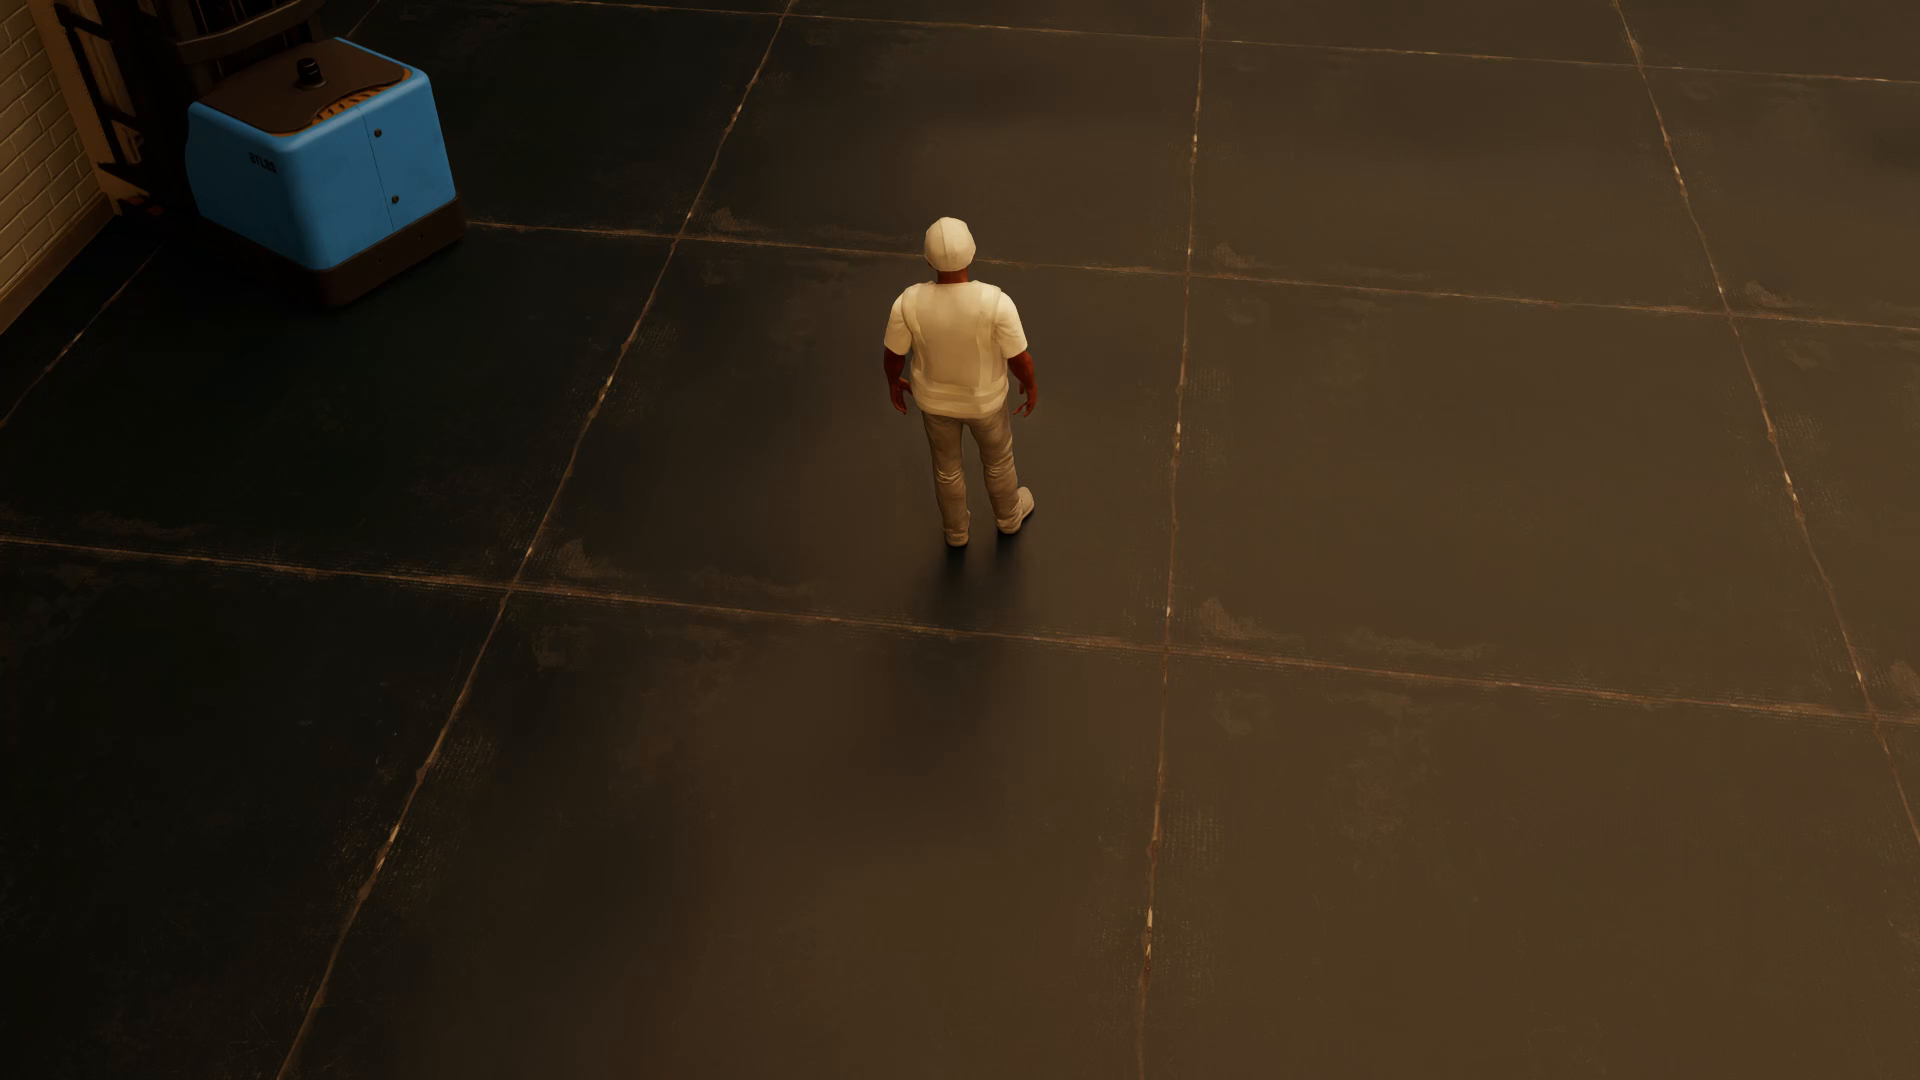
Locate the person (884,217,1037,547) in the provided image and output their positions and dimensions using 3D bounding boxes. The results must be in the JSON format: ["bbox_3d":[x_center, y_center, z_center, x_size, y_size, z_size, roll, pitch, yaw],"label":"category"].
[{"bbox_3d":[0.015,-0.702,7.339,0.665,1.768,0.575,5,43,6],"label":"person"}]

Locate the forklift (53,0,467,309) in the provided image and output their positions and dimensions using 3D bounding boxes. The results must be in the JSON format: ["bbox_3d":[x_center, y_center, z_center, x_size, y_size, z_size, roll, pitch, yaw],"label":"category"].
[{"bbox_3d":[-4.389,-3.156,9.159,3.031,2.935,1.130,26,48,25],"label":"forklift"}]
